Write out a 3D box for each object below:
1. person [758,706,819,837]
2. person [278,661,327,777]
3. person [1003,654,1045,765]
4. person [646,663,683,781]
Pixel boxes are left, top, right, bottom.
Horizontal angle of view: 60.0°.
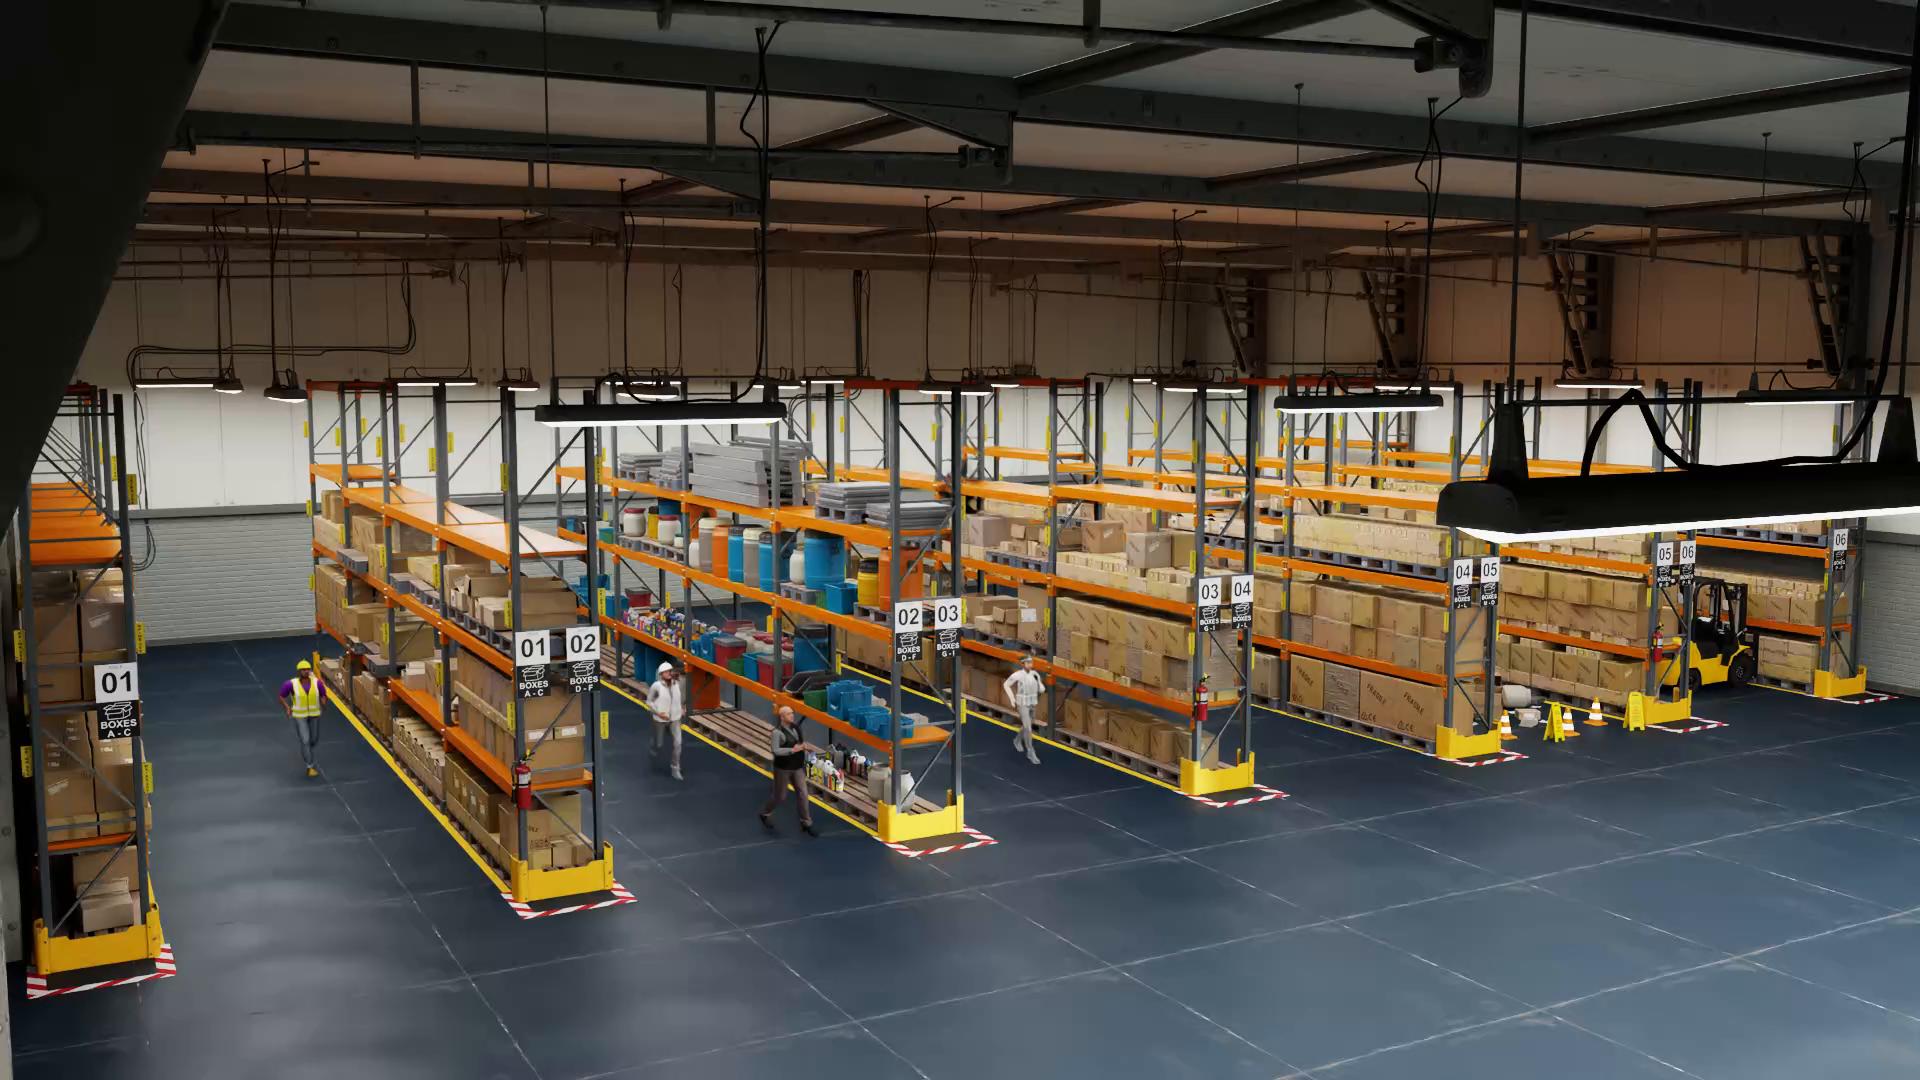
[{"bbox_3d":[-2.302,3.080,22.316,0.957,1.719,0.651,5,8,38],"label":"person"},{"bbox_3d":[-10.141,2.738,25.751,0.700,1.758,0.872,-4,8,-36],"label":"person"},{"bbox_3d":[1.074,2.650,26.520,0.604,1.704,0.879,-4,7,-32],"label":"person"},{"bbox_3d":[-4.533,2.762,25.632,0.638,1.762,1.046,-3,7,-28],"label":"person"}]
